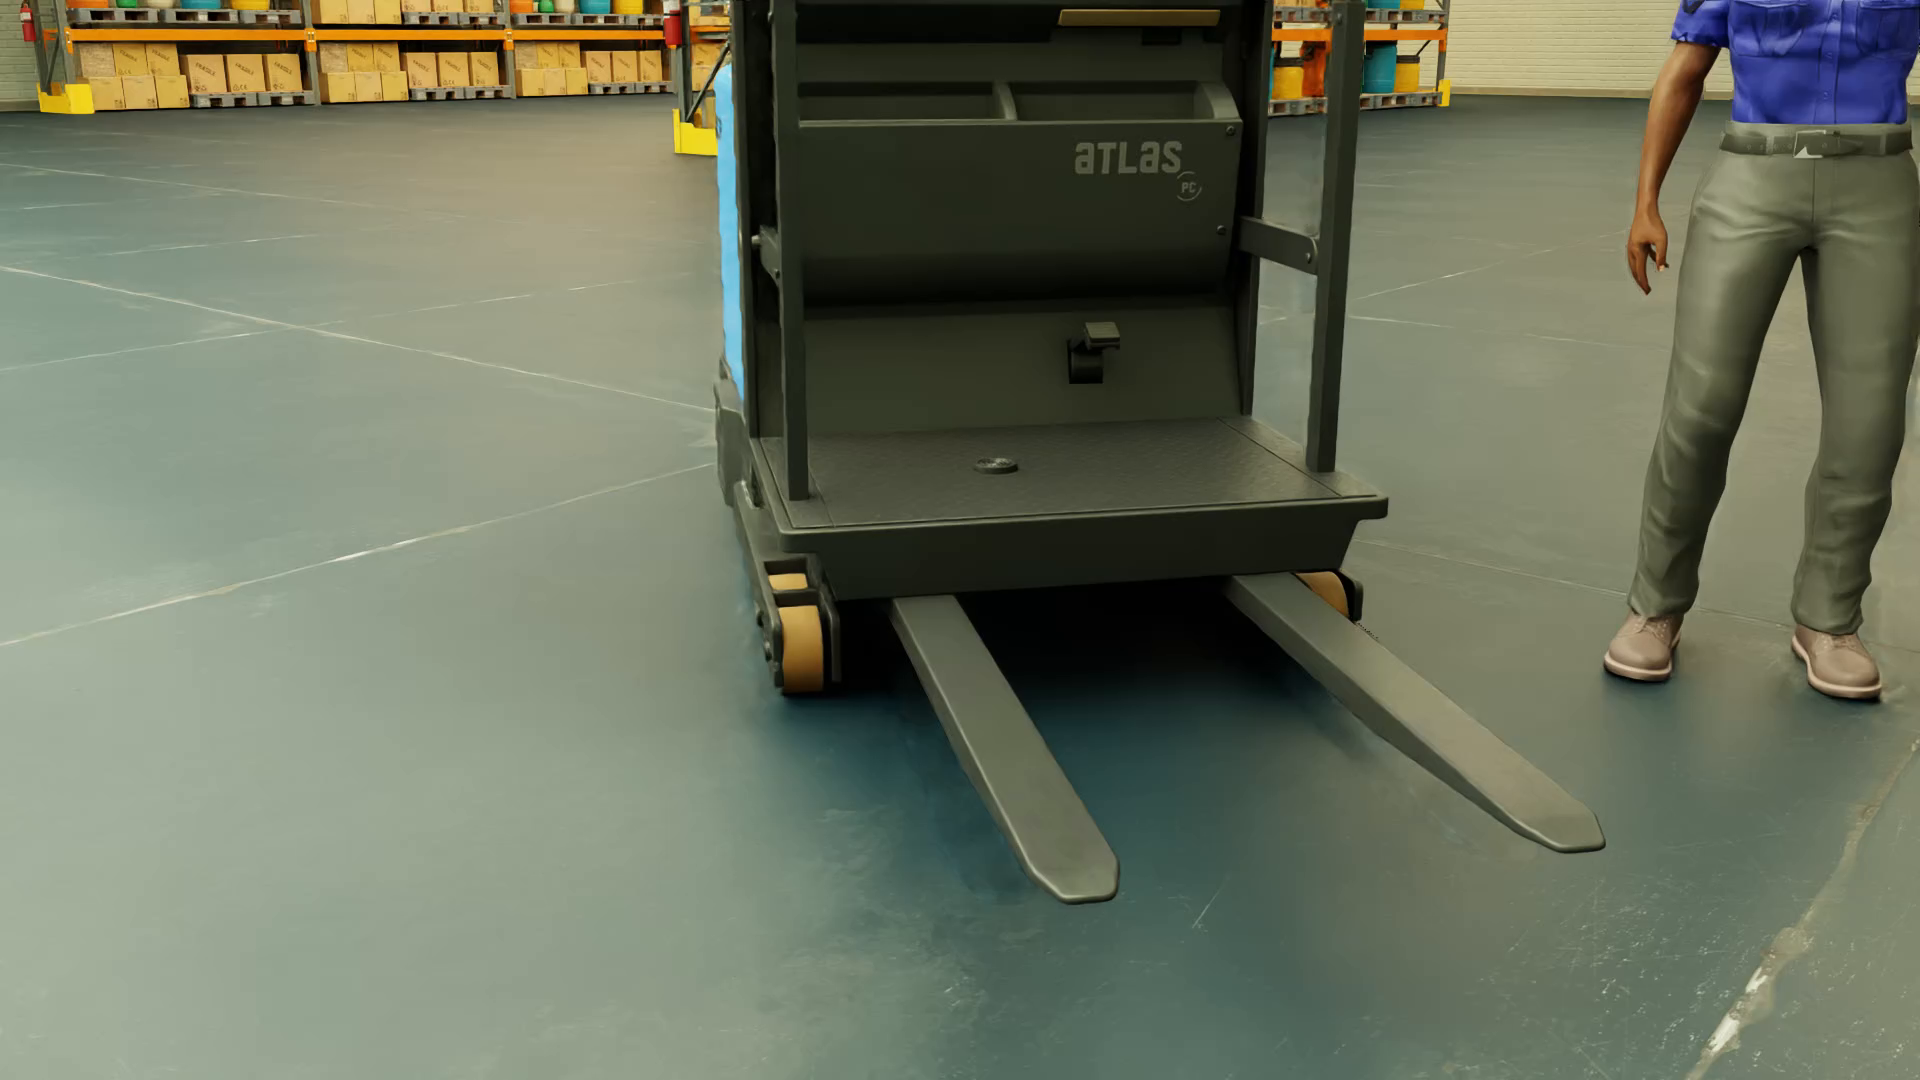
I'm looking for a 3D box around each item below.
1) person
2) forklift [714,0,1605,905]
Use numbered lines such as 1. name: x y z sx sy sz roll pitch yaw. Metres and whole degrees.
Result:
1. person: 1.502 -0.558 2.937 0.592 1.654 0.393 6 18 18
2. forklift: 0.141 -1.238 2.973 1.130 2.935 3.031 -3 17 -11
